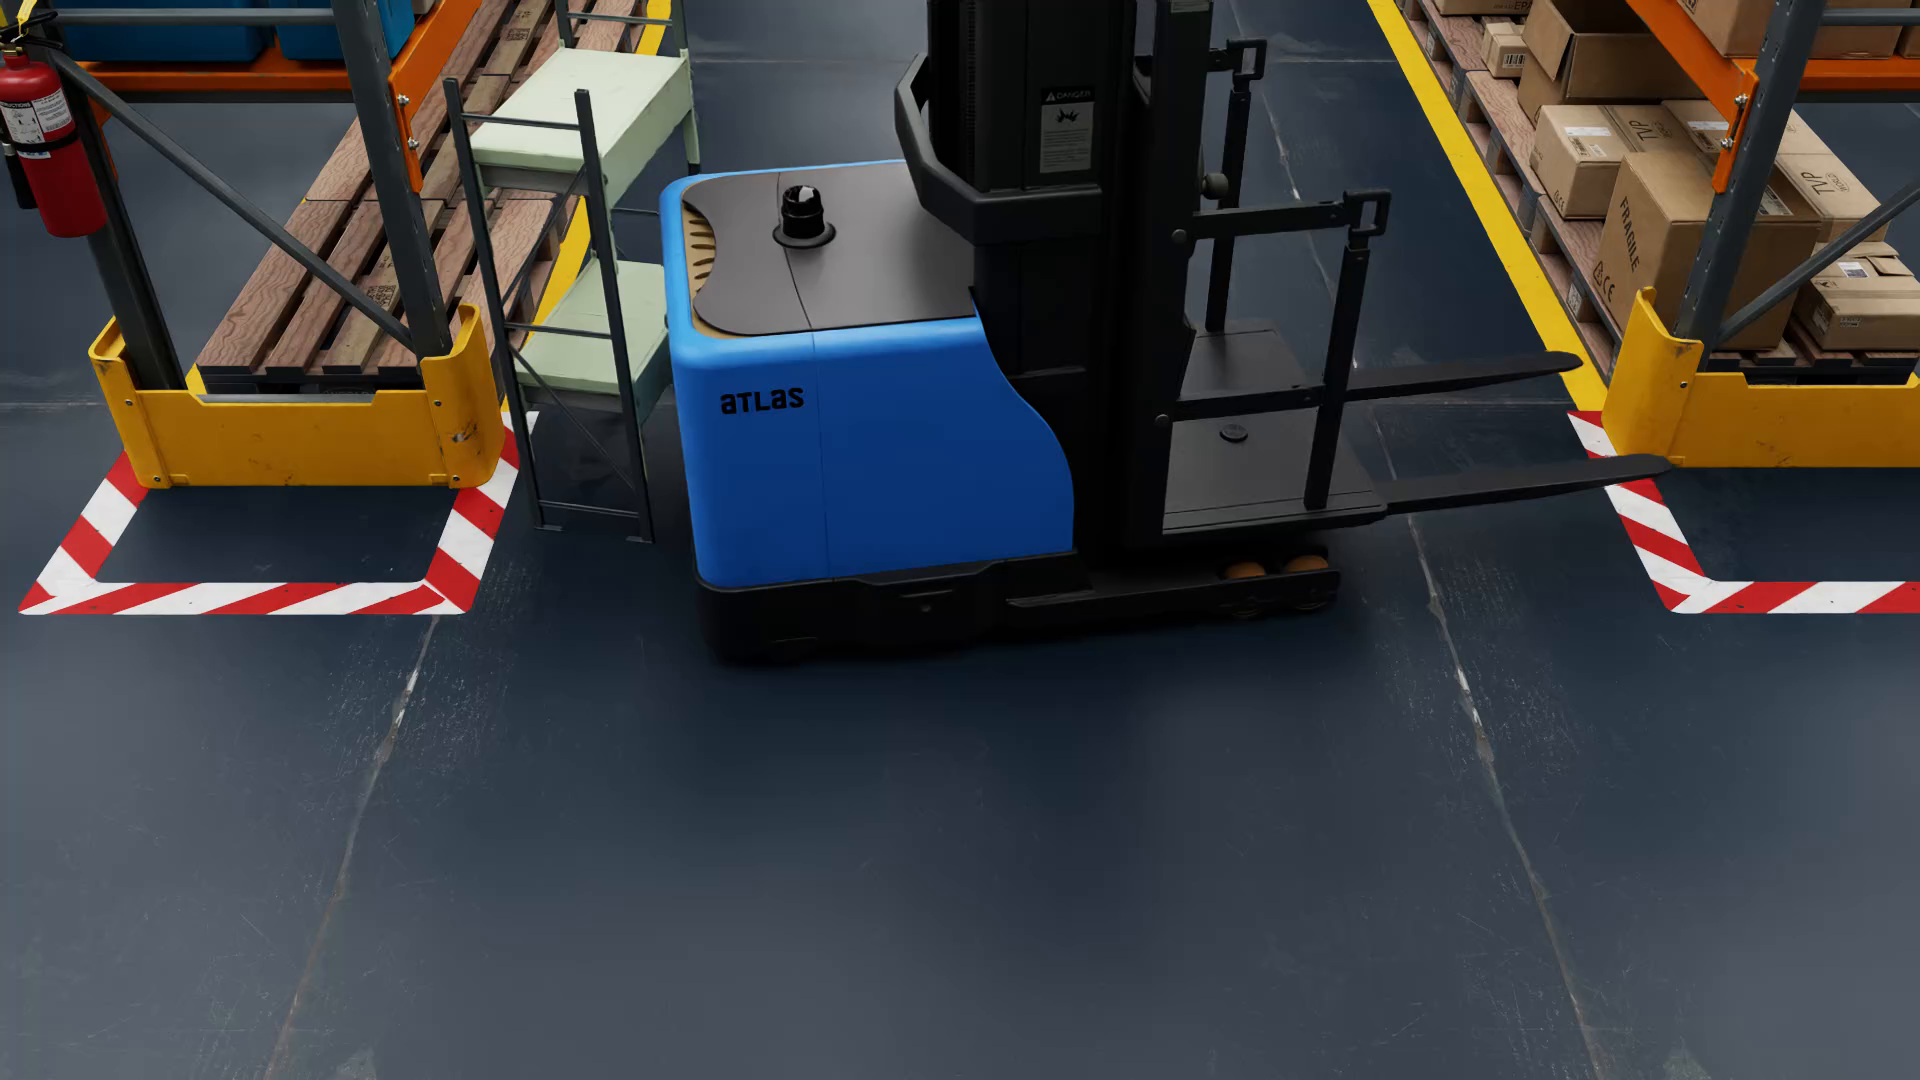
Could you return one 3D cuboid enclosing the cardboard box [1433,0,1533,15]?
[{"bbox_3d":[2.584,-2.825,8.175,0.500,0.311,0.500,0,39,0],"label":"cardboard box"}]

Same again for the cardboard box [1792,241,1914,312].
[{"bbox_3d":[3.147,-0.948,5.948,0.380,0.166,0.250,0,39,0],"label":"cardboard box"}]

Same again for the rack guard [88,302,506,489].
[{"bbox_3d":[-2.136,-0.472,5.439,1.175,0.500,0.348,0,39,0],"label":"rack guard"}]

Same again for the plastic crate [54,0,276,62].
[{"bbox_3d":[-2.336,-1.709,4.907,0.616,0.435,0.499,0,39,0],"label":"plastic crate"}]

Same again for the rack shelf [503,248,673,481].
[{"bbox_3d":[-1.085,-0.570,5.284,0.431,0.370,0.720,7,39,9],"label":"rack shelf"}]

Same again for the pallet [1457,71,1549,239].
[{"bbox_3d":[2.804,-1.682,7.181,1.003,0.211,1.213,0,39,0],"label":"pallet"}]

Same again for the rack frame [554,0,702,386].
[{"bbox_3d":[-1.011,-1.049,5.360,0.400,1.500,0.023,7,39,9],"label":"rack frame"}]

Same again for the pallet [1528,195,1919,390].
[{"bbox_3d":[2.802,-0.921,6.231,1.003,0.211,1.213,0,39,0],"label":"pallet"}]

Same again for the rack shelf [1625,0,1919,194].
[{"bbox_3d":[2.802,-2.434,6.463,1.077,0.370,4.000,0,39,0],"label":"rack shelf"}]

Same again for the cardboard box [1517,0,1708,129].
[{"bbox_3d":[2.807,-1.988,6.976,0.797,0.503,0.637,0,39,0],"label":"cardboard box"}]

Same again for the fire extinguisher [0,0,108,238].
[{"bbox_3d":[-2.603,-1.192,4.699,0.296,0.674,0.183,0,39,0],"label":"fire extinguisher"}]

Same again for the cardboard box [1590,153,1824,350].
[{"bbox_3d":[2.557,-1.000,5.746,0.500,0.500,0.500,0,39,0],"label":"cardboard box"}]

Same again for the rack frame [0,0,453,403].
[{"bbox_3d":[-2.149,-1.462,4.676,1.000,3.000,0.127,0,39,0],"label":"rack frame"}]

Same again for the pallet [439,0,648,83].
[{"bbox_3d":[-2.114,-2.416,8.096,1.003,0.211,1.213,0,39,0],"label":"pallet"}]

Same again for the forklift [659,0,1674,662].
[{"bbox_3d":[0.675,-1.234,4.447,3.031,2.935,1.130,-6,39,-8],"label":"forklift"}]

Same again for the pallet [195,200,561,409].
[{"bbox_3d":[-2.111,-0.890,6.192,1.003,0.211,1.213,0,39,0],"label":"pallet"}]

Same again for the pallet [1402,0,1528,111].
[{"bbox_3d":[2.799,-2.447,8.135,1.003,0.211,1.213,0,39,0],"label":"pallet"}]

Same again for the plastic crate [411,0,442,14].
[{"bbox_3d":[-1.738,-1.738,5.183,0.250,0.136,0.298,0,39,0],"label":"plastic crate"}]

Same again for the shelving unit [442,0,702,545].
[{"bbox_3d":[-1.085,-0.825,5.080,0.431,1.500,0.755,7,39,9],"label":"shelving unit"}]

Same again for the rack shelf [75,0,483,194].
[{"bbox_3d":[-2.152,-2.432,6.462,1.077,0.370,4.000,0,39,0],"label":"rack shelf"}]

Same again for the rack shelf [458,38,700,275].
[{"bbox_3d":[-1.085,-1.129,4.836,0.431,0.370,0.720,7,39,9],"label":"rack shelf"}]

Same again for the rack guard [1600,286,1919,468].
[{"bbox_3d":[2.804,-0.536,5.519,1.175,0.500,0.348,0,39,0],"label":"rack guard"}]

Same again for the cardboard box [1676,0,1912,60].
[{"bbox_3d":[2.531,-1.782,4.996,0.500,0.500,0.500,1,39,1],"label":"cardboard box"}]

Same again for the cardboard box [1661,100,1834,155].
[{"bbox_3d":[3.086,-1.528,6.605,0.500,0.250,0.500,0,39,0],"label":"cardboard box"}]

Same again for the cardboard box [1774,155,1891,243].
[{"bbox_3d":[3.087,-1.215,6.215,0.500,0.250,0.500,0,39,0],"label":"cardboard box"}]

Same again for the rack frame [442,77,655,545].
[{"bbox_3d":[-1.159,-0.601,4.800,0.400,1.500,0.023,7,39,9],"label":"rack frame"}]

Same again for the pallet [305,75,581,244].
[{"bbox_3d":[-2.110,-1.651,7.141,1.003,0.211,1.213,0,39,0],"label":"pallet"}]

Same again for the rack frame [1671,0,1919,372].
[{"bbox_3d":[2.804,-1.464,4.678,1.000,3.000,0.127,0,39,0],"label":"rack frame"}]

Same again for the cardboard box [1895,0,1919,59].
[{"bbox_3d":[3.067,-1.780,4.993,0.500,0.500,0.500,1,39,1],"label":"cardboard box"}]

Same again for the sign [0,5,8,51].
[{"bbox_3d":[-2.699,-1.515,4.612,0.100,0.325,0.005,0,39,0],"label":"sign"}]

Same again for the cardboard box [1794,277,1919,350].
[{"bbox_3d":[3.147,-0.785,5.759,0.380,0.149,0.250,0,39,0],"label":"cardboard box"}]

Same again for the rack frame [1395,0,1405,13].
[{"bbox_3d":[2.800,-3.965,7.799,1.000,3.000,0.127,0,39,0],"label":"rack frame"}]

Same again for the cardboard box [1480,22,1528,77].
[{"bbox_3d":[2.595,-2.227,7.545,0.380,0.166,0.250,0,39,0],"label":"cardboard box"}]

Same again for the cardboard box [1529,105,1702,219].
[{"bbox_3d":[2.586,-1.496,6.565,0.500,0.250,0.500,0,39,0],"label":"cardboard box"}]

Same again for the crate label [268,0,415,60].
[{"bbox_3d":[-1.820,-1.575,4.903,0.416,0.233,0.303,0,39,0],"label":"crate label"}]
